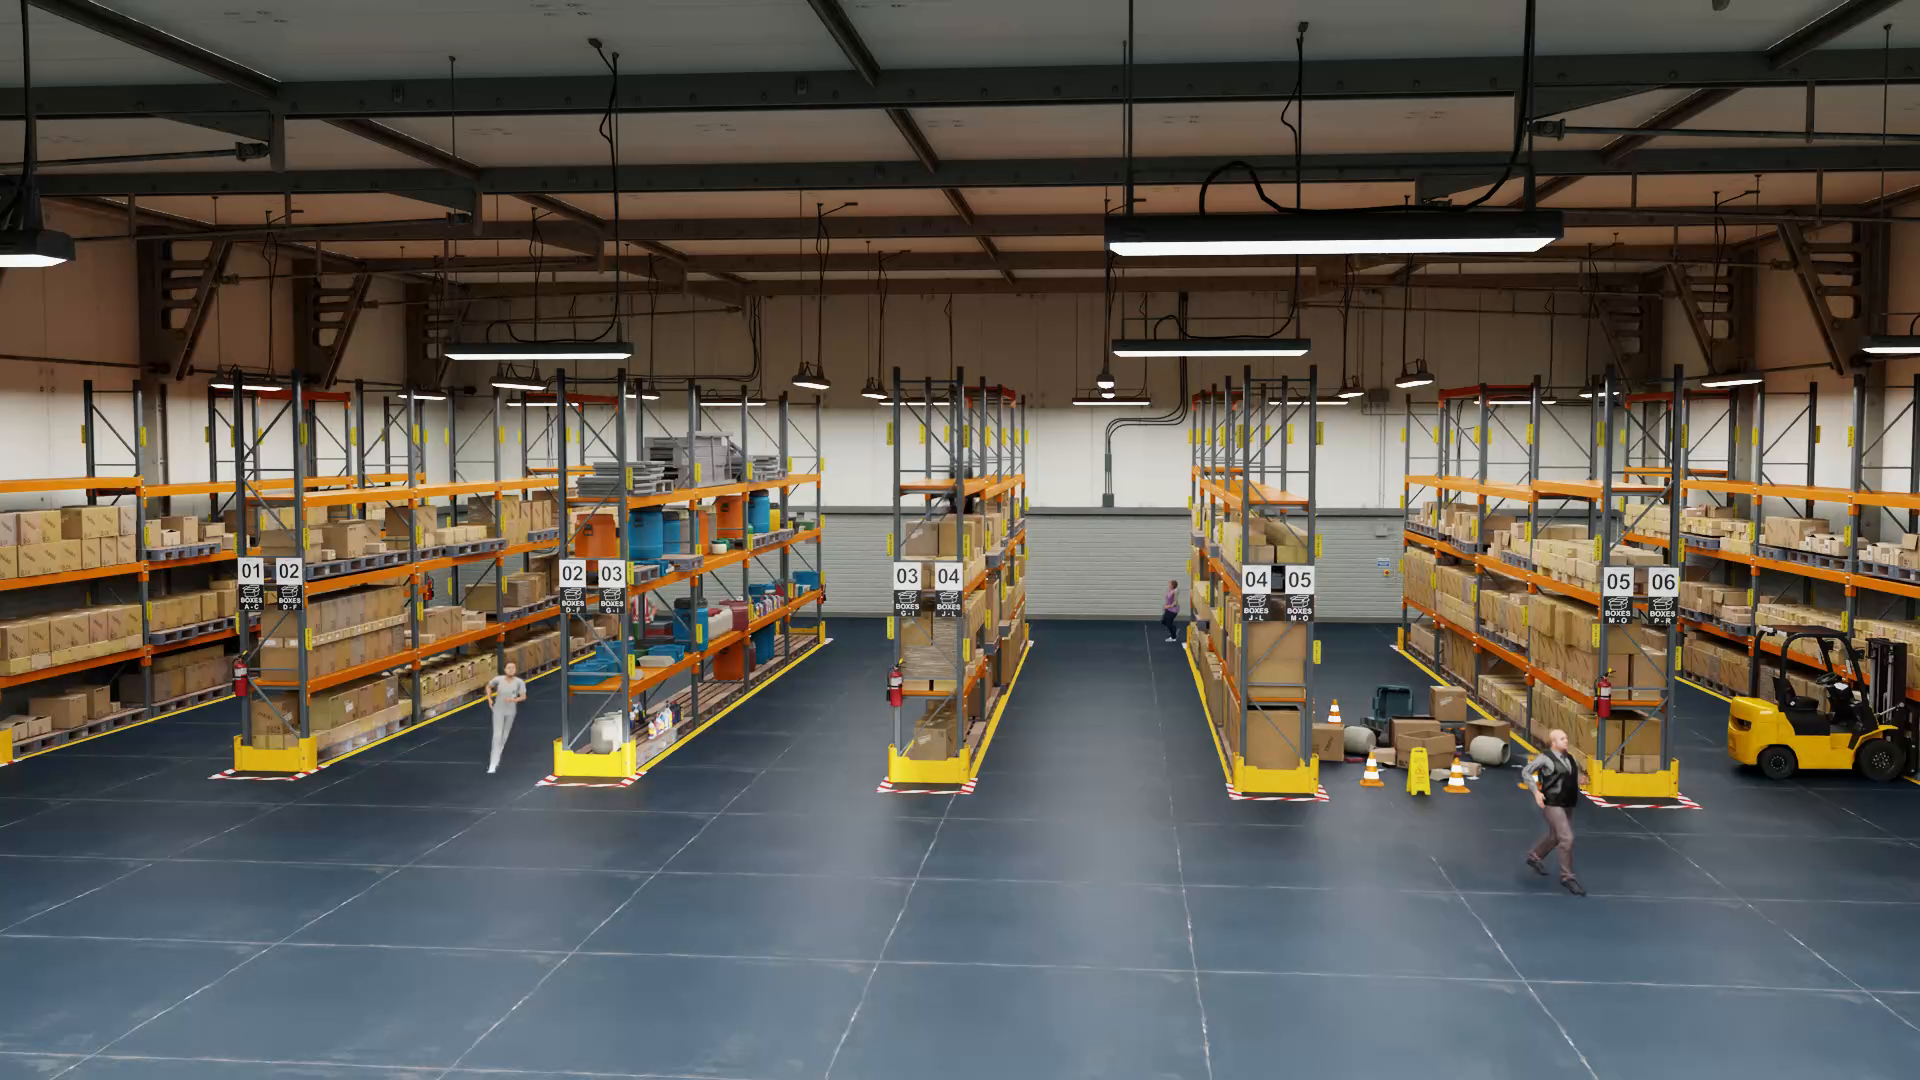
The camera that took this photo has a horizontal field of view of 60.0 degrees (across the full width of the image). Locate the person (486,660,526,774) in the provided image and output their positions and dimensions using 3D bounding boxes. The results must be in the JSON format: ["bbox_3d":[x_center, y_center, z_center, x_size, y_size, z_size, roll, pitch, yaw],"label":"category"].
[{"bbox_3d":[-6.841,2.642,25.020,0.585,1.712,0.684,-2,4,-24],"label":"person"}]

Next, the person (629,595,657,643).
[{"bbox_3d":[-7.014,1.838,36.613,0.640,1.750,0.604,0,4,-4],"label":"person"}]

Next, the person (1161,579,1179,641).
[{"bbox_3d":[5.132,1.717,40.447,0.485,1.540,0.583,-1,4,-20],"label":"person"}]

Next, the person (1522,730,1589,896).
[{"bbox_3d":[6.632,2.980,18.463,0.641,1.756,0.871,-2,4,-35],"label":"person"}]
